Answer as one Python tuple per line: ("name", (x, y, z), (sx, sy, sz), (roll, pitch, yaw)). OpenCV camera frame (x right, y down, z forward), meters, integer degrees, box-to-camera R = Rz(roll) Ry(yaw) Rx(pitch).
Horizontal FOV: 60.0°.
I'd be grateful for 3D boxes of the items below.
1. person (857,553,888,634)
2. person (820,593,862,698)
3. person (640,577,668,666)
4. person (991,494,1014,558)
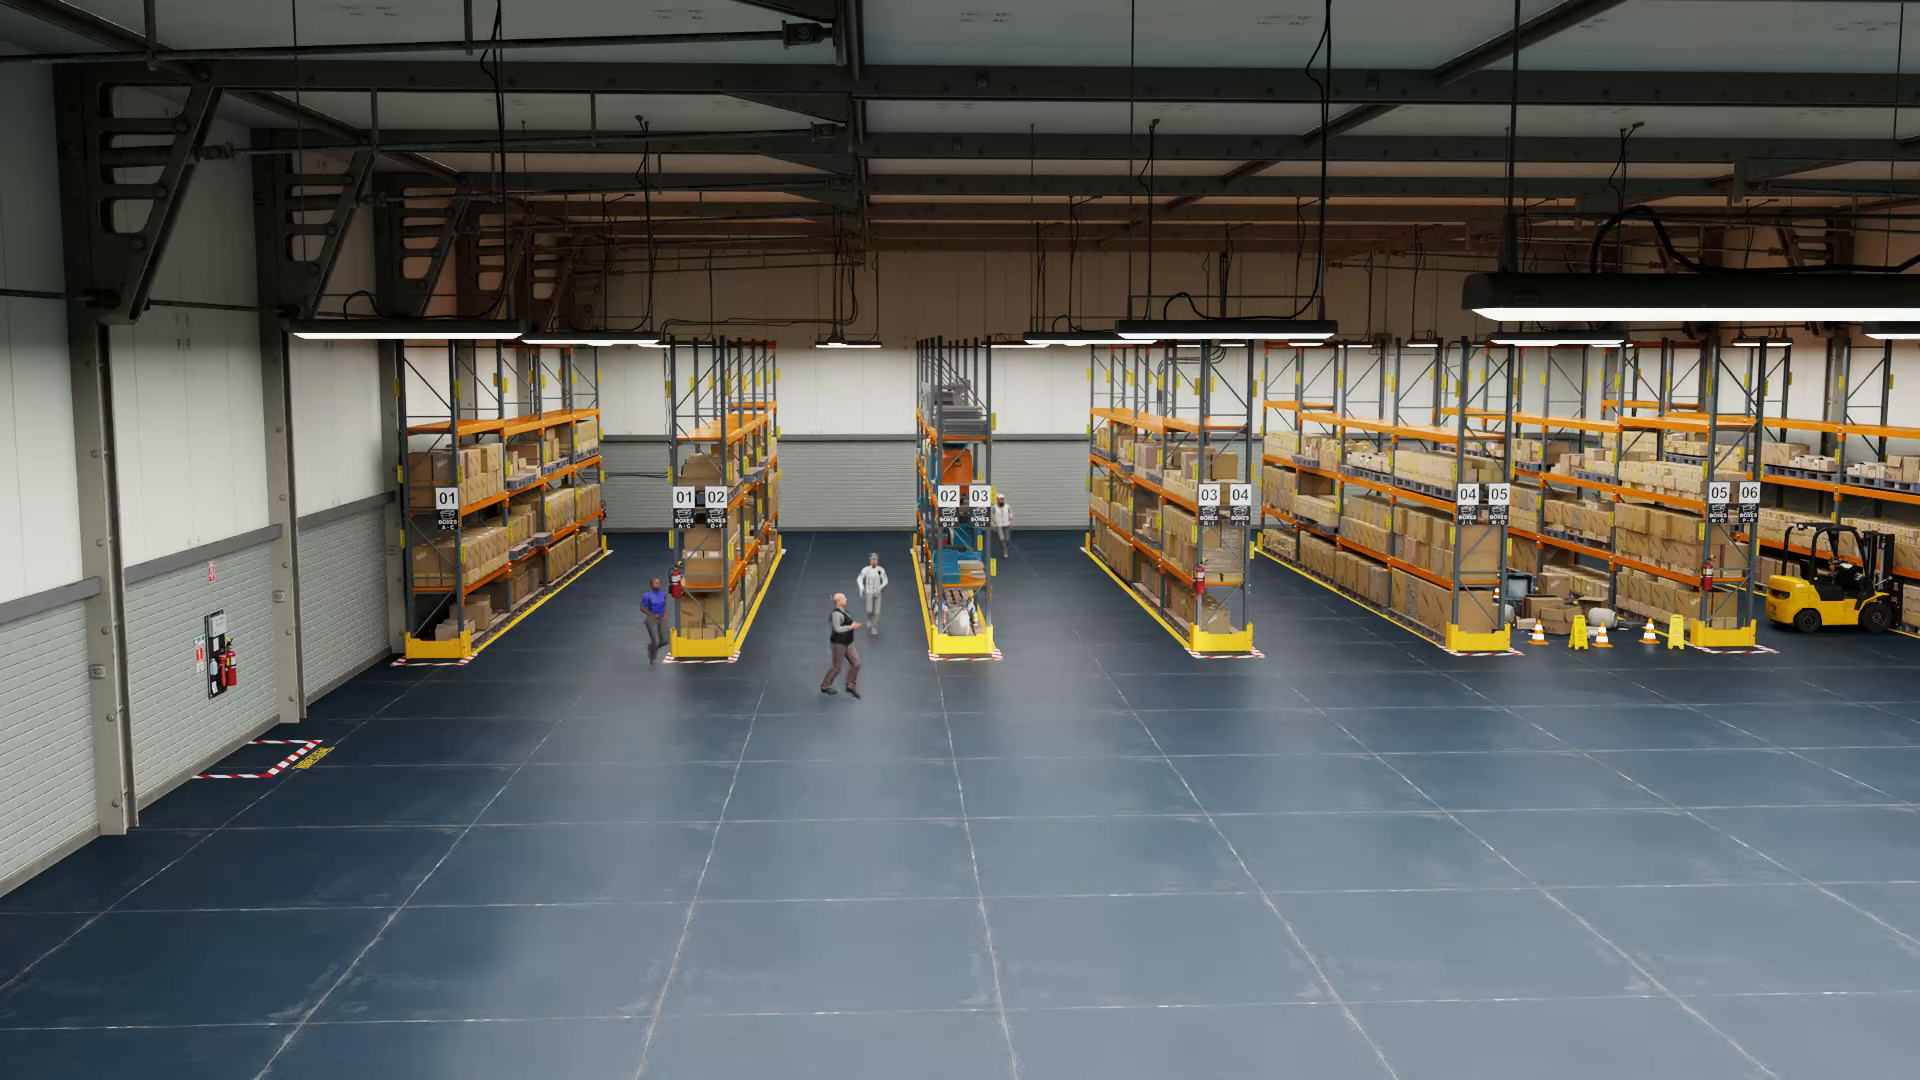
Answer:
("person", (-1.750, 1.086, 33.640), (0.615, 1.658, 0.541), (-1, 7, -8))
("person", (-1.949, 1.793, 27.458), (0.734, 1.699, 0.639), (2, 7, 16))
("person", (-5.538, 1.484, 30.332), (0.590, 1.616, 0.555), (-6, 9, -44))
("person", (1.159, -0.404, 46.419), (0.674, 1.761, 0.797), (-1, 7, -9))
